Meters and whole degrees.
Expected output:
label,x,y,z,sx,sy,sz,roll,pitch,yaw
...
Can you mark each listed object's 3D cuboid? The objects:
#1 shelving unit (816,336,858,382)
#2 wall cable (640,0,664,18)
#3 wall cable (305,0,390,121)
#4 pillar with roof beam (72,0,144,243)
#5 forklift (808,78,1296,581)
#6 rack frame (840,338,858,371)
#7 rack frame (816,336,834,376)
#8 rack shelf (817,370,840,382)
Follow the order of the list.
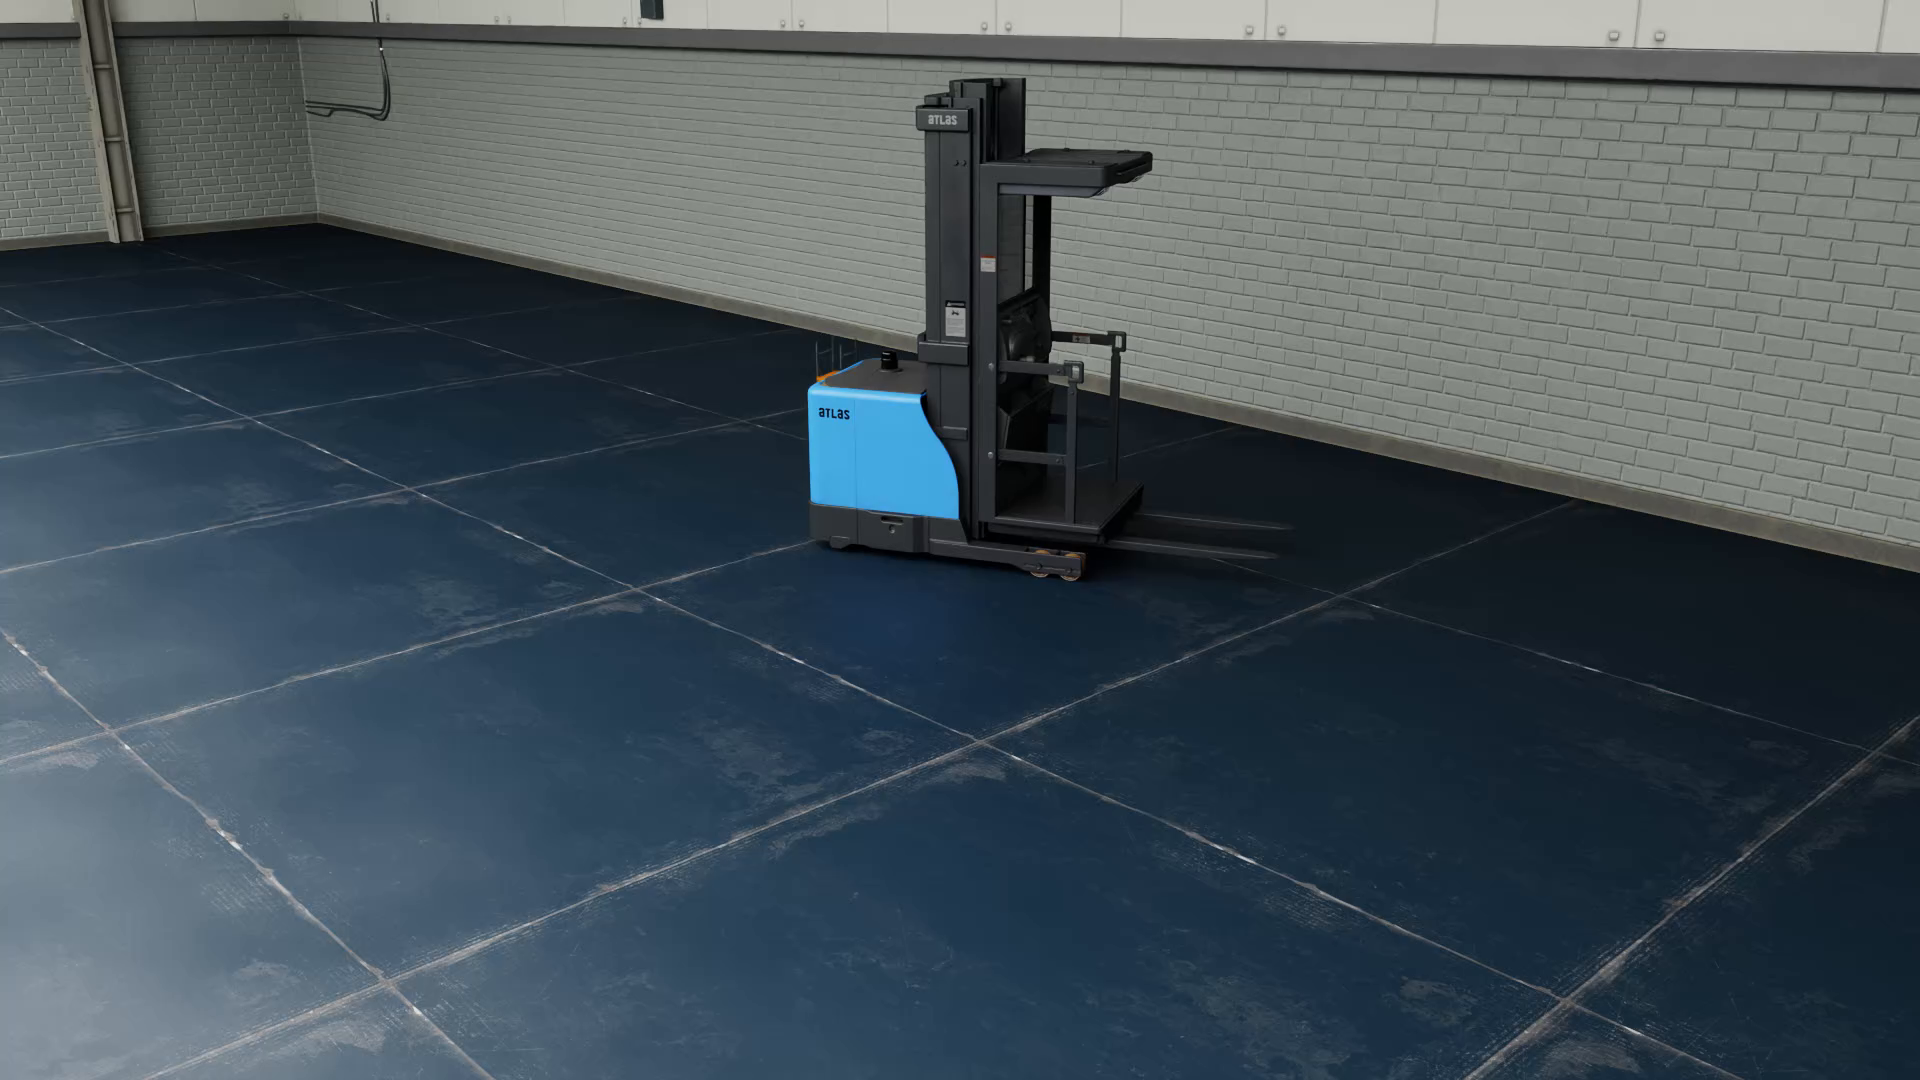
label,x,y,z,sx,sy,sz,roll,pitch,yaw
shelving unit,-0.835,-0.782,11.451,0.189,1.200,0.258,8,20,23
wall cable,-2.812,-8.539,17.216,0.169,6.003,2.305,-16,24,-41
wall cable,-9.323,-7.575,24.792,0.112,2.526,3.097,-16,24,-41
pillar with roof beam,-9.414,-7.759,20.326,0.400,9.000,9.100,-16,24,-41
forklift,0.592,-1.328,10.327,3.031,2.935,1.130,6,19,19
rack frame,-0.752,-0.770,11.415,0.006,1.200,0.240,8,20,23
rack frame,-0.918,-0.793,11.487,0.006,1.200,0.240,8,20,23
rack shelf,-0.835,-1.082,11.353,0.180,0.103,0.258,8,20,23
